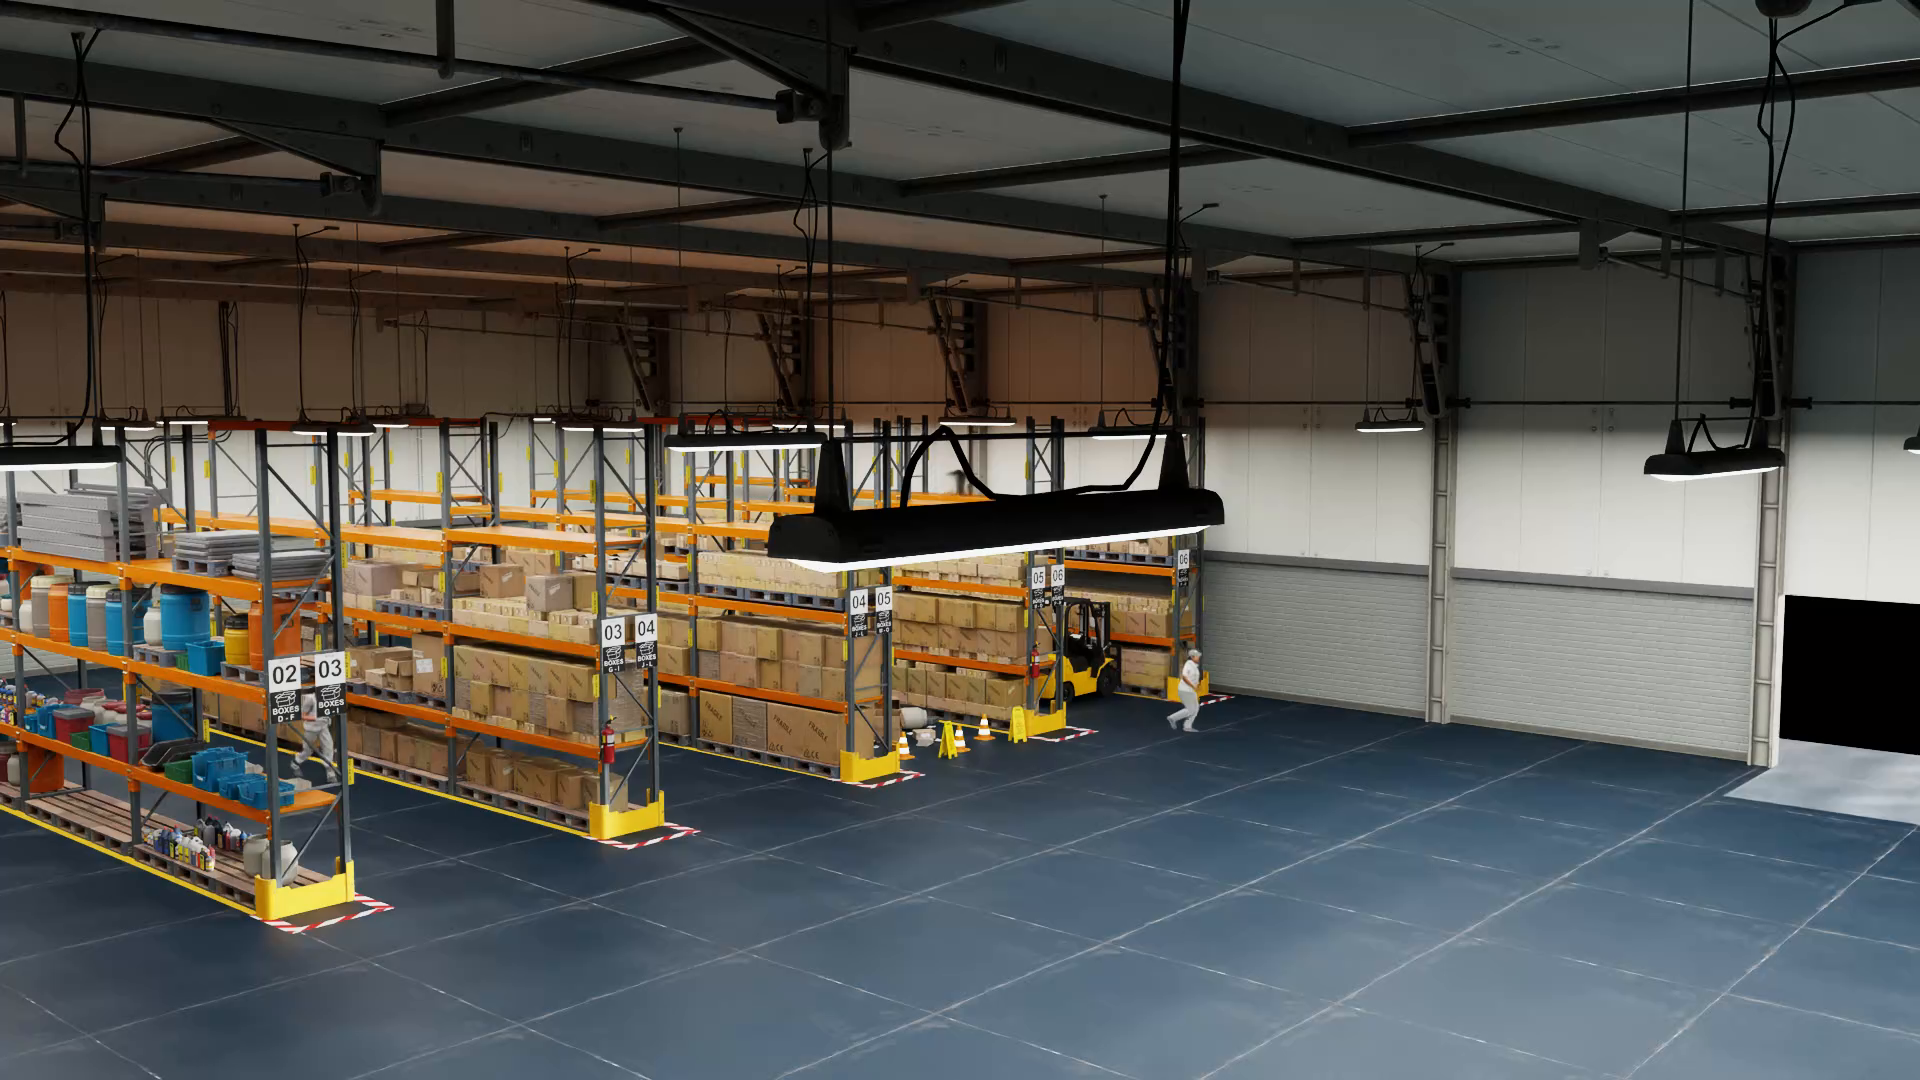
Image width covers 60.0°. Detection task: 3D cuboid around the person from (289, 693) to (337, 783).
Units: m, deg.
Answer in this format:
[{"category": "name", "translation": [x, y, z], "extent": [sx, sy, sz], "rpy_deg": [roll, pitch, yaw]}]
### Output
[{"category": "person", "translation": [-10.685, 3.135, 27.507], "extent": [1.071, 1.750, 0.642], "rpy_deg": [3, 5, 29]}]

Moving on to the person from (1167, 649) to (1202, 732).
[{"category": "person", "translation": [4.325, 2.892, 31.913], "extent": [0.652, 1.612, 0.608], "rpy_deg": [2, 5, 18]}]
